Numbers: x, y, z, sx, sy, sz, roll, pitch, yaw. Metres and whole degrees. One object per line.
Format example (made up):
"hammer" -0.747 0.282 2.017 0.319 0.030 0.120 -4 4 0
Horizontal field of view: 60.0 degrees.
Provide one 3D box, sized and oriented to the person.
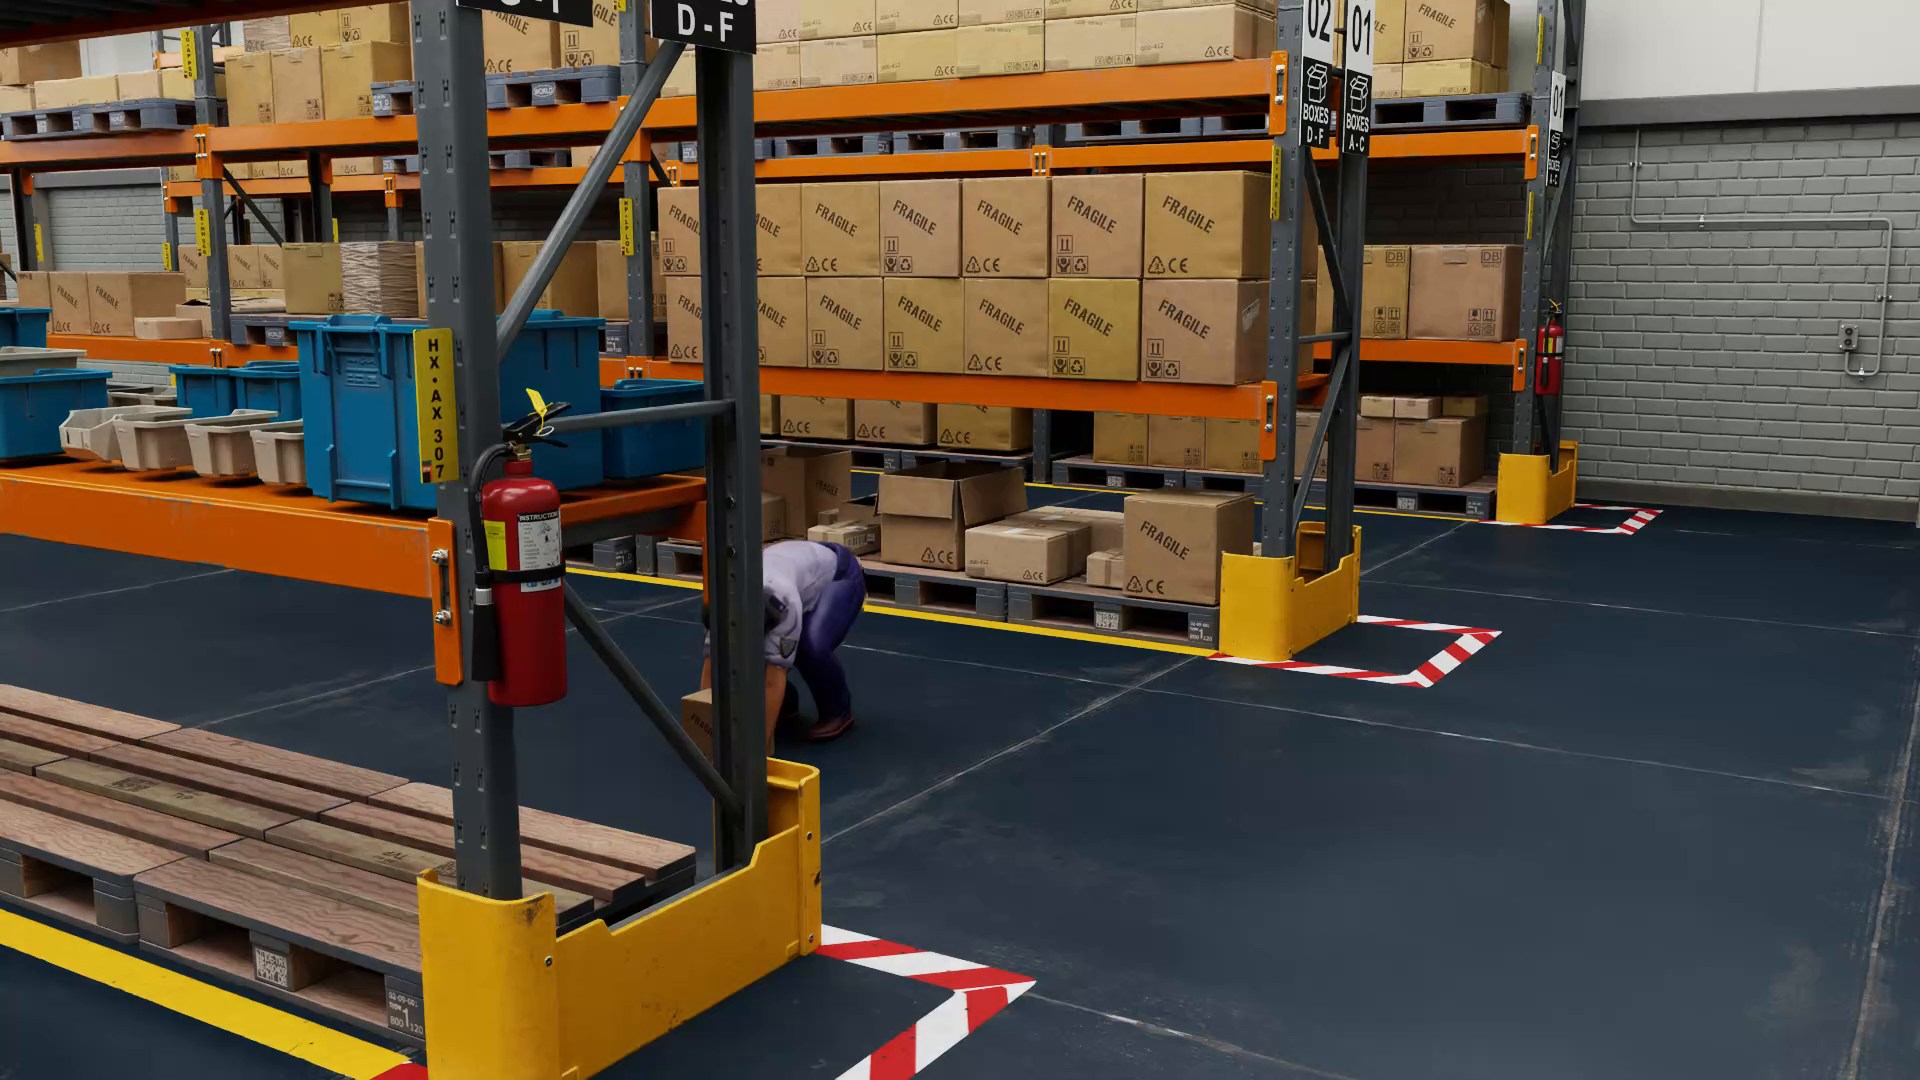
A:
"person" -0.726 0.423 6.604 0.524 0.783 0.905 5 11 29
